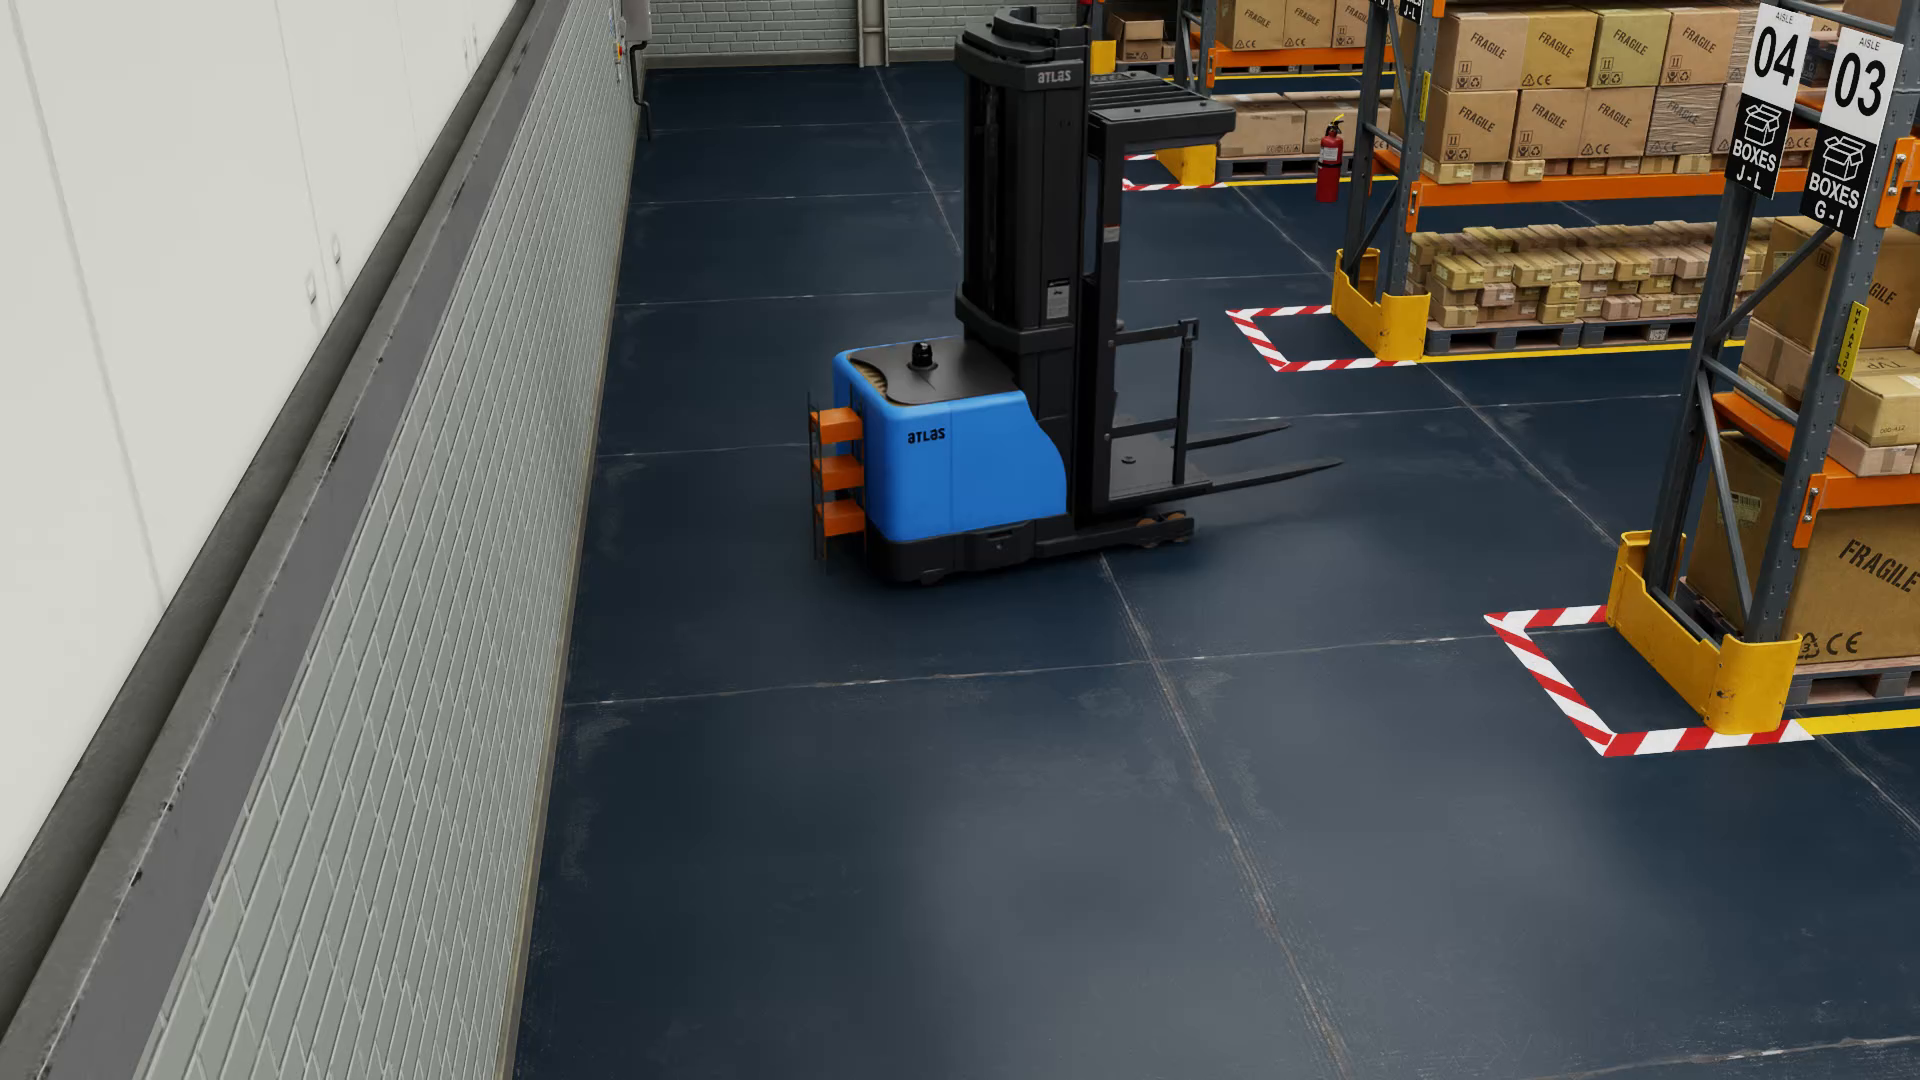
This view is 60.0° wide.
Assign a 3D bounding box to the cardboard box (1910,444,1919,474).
[{"bbox_3d":[4.374,-0.454,7.624,0.250,0.149,0.380,-4,27,-8],"label":"cardboard box"}]

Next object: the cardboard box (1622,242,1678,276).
[{"bbox_3d":[5.234,-2.139,12.644,0.250,0.149,0.380,-4,27,-7],"label":"cardboard box"}]

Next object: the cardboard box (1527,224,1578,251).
[{"bbox_3d":[4.640,-2.349,13.054,0.250,0.149,0.380,-3,27,-5],"label":"cardboard box"}]

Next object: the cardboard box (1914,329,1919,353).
[{"bbox_3d":[4.731,-1.015,7.459,0.500,0.500,0.500,-4,27,-8],"label":"cardboard box"}]

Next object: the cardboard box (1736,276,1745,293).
[{"bbox_3d":[5.784,-2.021,12.740,0.250,0.149,0.380,-3,27,-6],"label":"cardboard box"}]

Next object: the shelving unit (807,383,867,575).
[{"bbox_3d":[-0.680,-0.334,9.251,0.252,1.050,0.215,-10,29,-19],"label":"shelving unit"}]

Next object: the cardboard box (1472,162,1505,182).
[{"bbox_3d":[3.745,-2.720,12.040,0.250,0.149,0.380,-3,27,-5],"label":"cardboard box"}]

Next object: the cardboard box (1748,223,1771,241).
[{"bbox_3d":[6.198,-2.404,13.161,0.250,0.149,0.380,-4,27,-8],"label":"cardboard box"}]

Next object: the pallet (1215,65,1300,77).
[{"bbox_3d":[3.717,-6.290,21.778,1.213,0.211,1.003,-4,27,-7],"label":"pallet"}]

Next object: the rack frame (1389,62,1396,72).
[{"bbox_3d":[5.608,-7.653,21.380,0.127,3.000,1.000,-4,27,-7],"label":"rack frame"}]

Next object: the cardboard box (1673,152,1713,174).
[{"bbox_3d":[5.304,-2.811,12.217,0.250,0.149,0.380,-3,27,-6],"label":"cardboard box"}]

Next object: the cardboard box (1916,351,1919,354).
[{"bbox_3d":[4.750,-0.686,7.639,0.500,0.250,0.500,-4,27,-8],"label":"cardboard box"}]

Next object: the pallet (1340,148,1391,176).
[{"bbox_3d":[4.328,-4.077,17.465,1.213,0.211,1.003,-4,27,-7],"label":"pallet"}]

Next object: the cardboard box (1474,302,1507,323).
[{"bbox_3d":[3.943,-1.785,12.605,0.250,0.149,0.380,-4,27,-7],"label":"cardboard box"}]

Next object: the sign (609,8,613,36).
[{"bbox_3d":[-3.292,-4.881,15.680,0.001,0.218,0.327,-4,27,-7],"label":"sign"}]

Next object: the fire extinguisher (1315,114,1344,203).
[{"bbox_3d":[2.818,-2.916,12.641,0.183,0.674,0.296,-4,27,-7],"label":"fire extinguisher"}]

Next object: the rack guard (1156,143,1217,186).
[{"bbox_3d":[2.318,-4.042,17.079,0.348,0.500,1.175,-4,27,-7],"label":"rack guard"}]

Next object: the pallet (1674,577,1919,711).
[{"bbox_3d":[4.504,0.479,8.585,1.213,0.211,1.003,-4,27,-7],"label":"pallet"}]

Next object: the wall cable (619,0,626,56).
[{"bbox_3d":[-3.447,-5.879,16.808,0.122,1.984,0.588,-4,27,-7],"label":"wall cable"}]

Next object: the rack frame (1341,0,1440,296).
[{"bbox_3d":[3.132,-2.924,12.163,0.127,3.000,1.000,-4,27,-7],"label":"rack frame"}]

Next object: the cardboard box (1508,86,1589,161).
[{"bbox_3d":[4.141,-3.050,11.973,0.500,0.500,0.500,-4,27,-7],"label":"cardboard box"}]

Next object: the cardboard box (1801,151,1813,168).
[{"bbox_3d":[6.330,-2.887,12.366,0.250,0.149,0.380,-3,27,-5],"label":"cardboard box"}]

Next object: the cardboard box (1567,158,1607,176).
[{"bbox_3d":[4.528,-2.797,12.191,0.250,0.149,0.380,-4,27,-8],"label":"cardboard box"}]

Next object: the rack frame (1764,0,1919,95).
[{"bbox_3d":[3.723,-3.345,6.411,0.127,3.000,1.000,-4,27,-7],"label":"rack frame"}]

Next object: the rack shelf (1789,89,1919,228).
[{"bbox_3d":[5.703,-1.817,7.508,4.000,0.370,1.077,-4,27,-7],"label":"rack shelf"}]

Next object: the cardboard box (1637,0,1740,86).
[{"bbox_3d":[5.134,-3.546,11.845,0.500,0.500,0.500,-5,28,-9],"label":"cardboard box"}]

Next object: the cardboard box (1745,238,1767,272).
[{"bbox_3d":[6.016,-2.187,12.737,0.250,0.149,0.380,-3,27,-5],"label":"cardboard box"}]

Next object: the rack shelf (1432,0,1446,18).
[{"bbox_3d":[5.112,-4.066,11.890,4.000,0.370,1.077,-4,27,-7],"label":"rack shelf"}]

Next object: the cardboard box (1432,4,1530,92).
[{"bbox_3d":[3.613,-3.454,11.666,0.500,0.500,0.500,-4,27,-7],"label":"cardboard box"}]

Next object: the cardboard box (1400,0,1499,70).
[{"bbox_3d":[3.550,-3.687,12.120,0.500,0.500,0.500,-4,27,-8],"label":"cardboard box"}]

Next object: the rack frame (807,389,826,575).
[{"bbox_3d":[-0.793,-0.313,9.211,0.008,1.050,0.200,-10,29,-19],"label":"rack frame"}]

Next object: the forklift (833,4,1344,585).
[{"bbox_3d":[0.828,-1.472,9.408,3.031,2.935,1.130,-10,29,-19],"label":"forklift"}]

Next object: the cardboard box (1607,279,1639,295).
[{"bbox_3d":[4.977,-2.003,12.704,0.250,0.149,0.380,-2,27,-4],"label":"cardboard box"}]

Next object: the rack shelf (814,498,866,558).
[{"bbox_3d":[-0.680,-0.077,9.383,0.240,0.259,0.215,-10,29,-19],"label":"rack shelf"}]

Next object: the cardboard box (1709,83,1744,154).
[{"bbox_3d":[5.646,-3.133,12.135,0.500,0.500,0.500,-4,27,-7],"label":"cardboard box"}]

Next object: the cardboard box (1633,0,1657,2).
[{"bbox_3d":[5.089,-3.792,12.323,0.500,0.500,0.500,-5,28,-9],"label":"cardboard box"}]

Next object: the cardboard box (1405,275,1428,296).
[{"bbox_3d":[3.624,-1.970,12.967,0.250,0.149,0.380,-3,27,-6],"label":"cardboard box"}]

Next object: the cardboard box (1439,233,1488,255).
[{"bbox_3d":[3.878,-2.245,12.852,0.250,0.149,0.380,-3,27,-6],"label":"cardboard box"}]

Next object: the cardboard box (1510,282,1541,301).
[{"bbox_3d":[4.196,-1.940,12.581,0.250,0.149,0.380,-3,27,-6],"label":"cardboard box"}]

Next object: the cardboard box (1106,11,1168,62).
[{"bbox_3d":[2.266,-6.471,21.351,0.637,0.503,0.797,-5,28,-9],"label":"cardboard box"}]

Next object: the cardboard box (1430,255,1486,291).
[{"bbox_3d":[3.698,-1.987,12.348,0.250,0.149,0.380,-5,28,-9],"label":"cardboard box"}]

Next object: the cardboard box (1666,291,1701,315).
[{"bbox_3d":[5.459,-1.866,12.763,0.250,0.149,0.380,-3,27,-6],"label":"cardboard box"}]

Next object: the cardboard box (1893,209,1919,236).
[{"bbox_3d":[7.791,-2.414,13.447,0.500,0.500,0.500,-4,27,-8],"label":"cardboard box"}]

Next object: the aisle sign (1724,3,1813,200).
[{"bbox_3d":[3.610,-1.963,7.442,0.004,0.787,0.394,-4,27,-7],"label":"aisle sign"}]

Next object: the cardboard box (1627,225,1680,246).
[{"bbox_3d":[5.421,-2.343,13.043,0.250,0.149,0.380,-5,28,-9],"label":"cardboard box"}]

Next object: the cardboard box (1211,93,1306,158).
[{"bbox_3d":[2.982,-4.289,17.171,0.875,0.438,0.875,-5,28,-9],"label":"cardboard box"}]

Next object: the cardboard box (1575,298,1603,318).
[{"bbox_3d":[4.696,-1.830,12.693,0.250,0.149,0.380,-4,27,-7],"label":"cardboard box"}]

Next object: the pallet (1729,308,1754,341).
[{"bbox_3d":[6.433,-1.879,13.181,1.213,0.211,1.003,-4,27,-7],"label":"pallet"}]

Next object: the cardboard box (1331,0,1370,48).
[{"bbox_3d":[3.861,-5.170,16.430,0.500,0.500,0.500,-4,27,-7],"label":"cardboard box"}]

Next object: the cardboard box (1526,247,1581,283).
[{"bbox_3d":[4.456,-2.070,12.510,0.250,0.149,0.380,-5,28,-10],"label":"cardboard box"}]
